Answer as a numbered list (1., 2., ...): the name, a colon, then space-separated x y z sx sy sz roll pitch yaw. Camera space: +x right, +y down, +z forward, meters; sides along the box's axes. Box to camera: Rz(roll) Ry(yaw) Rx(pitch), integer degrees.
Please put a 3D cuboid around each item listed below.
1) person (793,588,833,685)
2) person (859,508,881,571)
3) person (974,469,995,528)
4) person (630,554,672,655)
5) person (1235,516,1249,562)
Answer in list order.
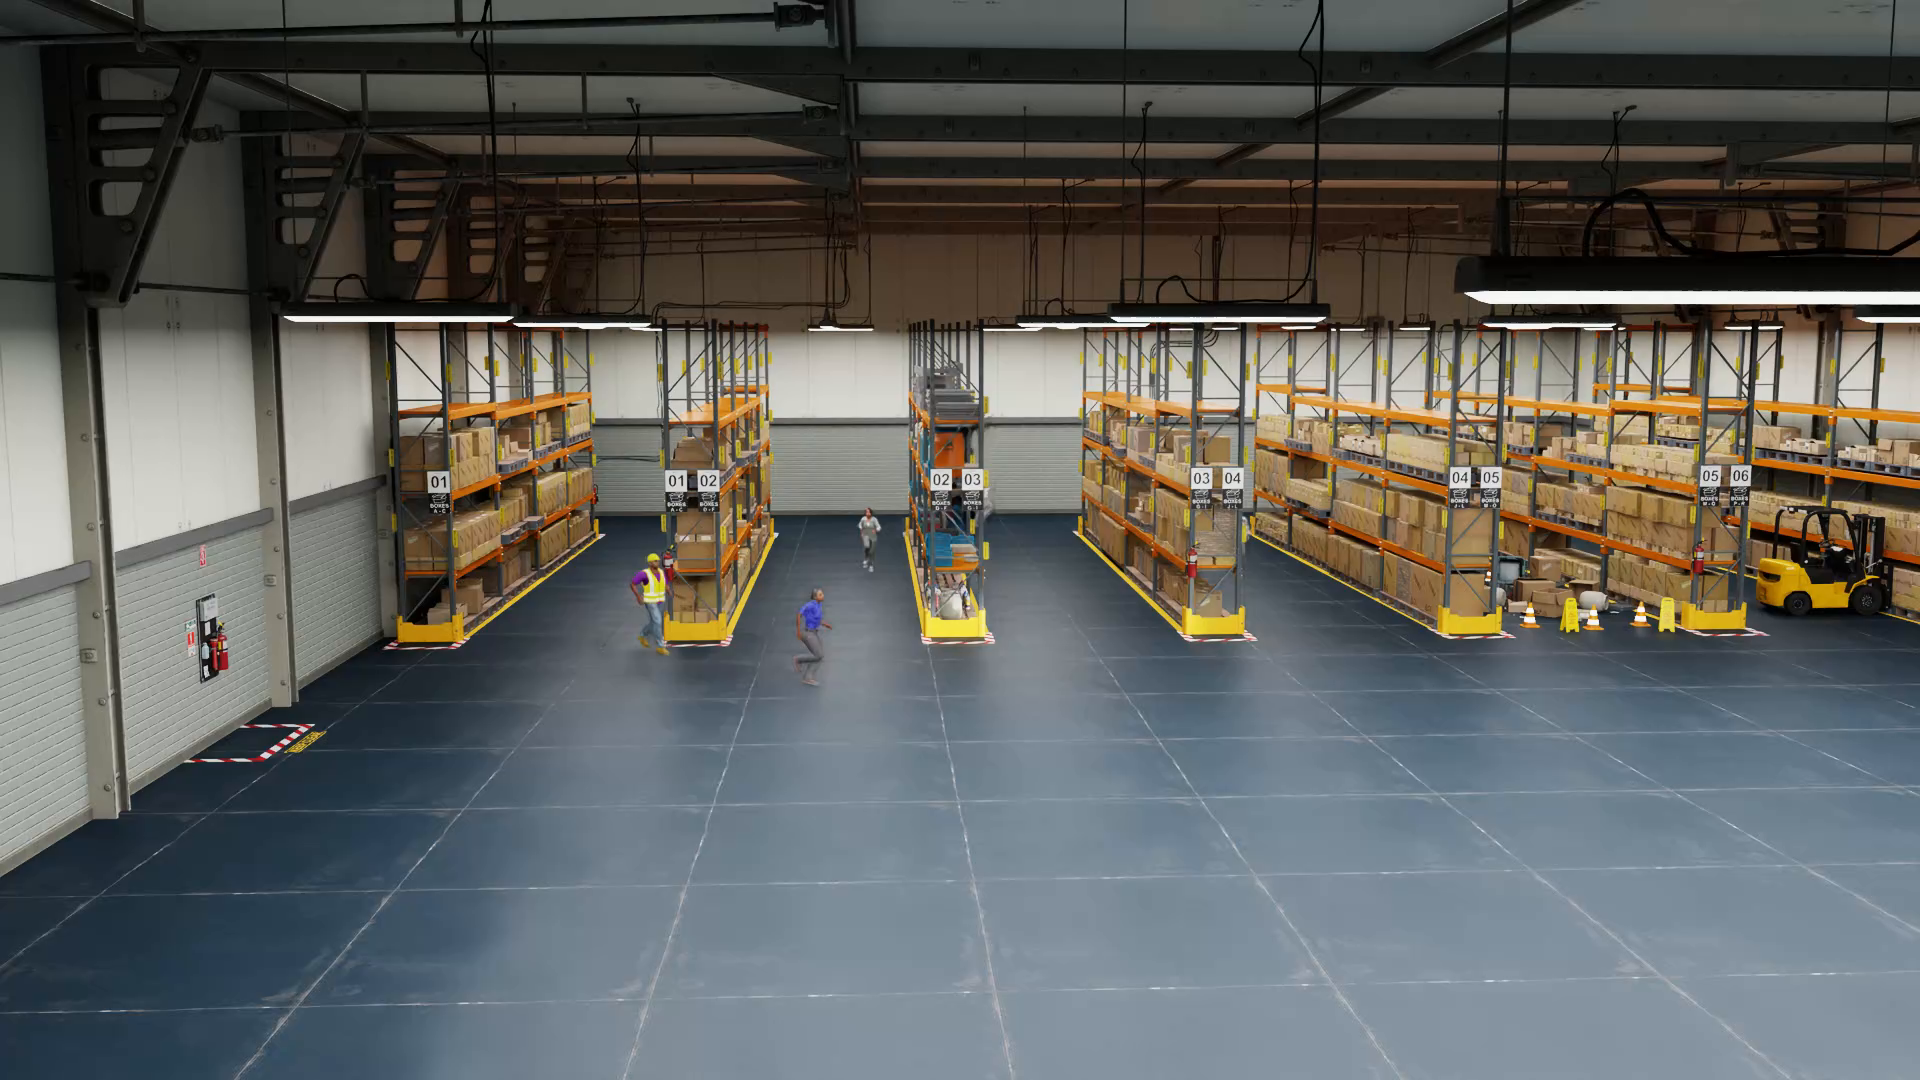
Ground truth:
1. person: -2.412 1.632 27.276 0.647 1.517 0.615 2 7 17
2. person: -2.147 -0.002 39.715 0.528 1.572 0.756 0 7 -2
3. person: 0.718 -1.249 49.308 0.692 1.776 0.657 0 7 -3
4. person: -5.541 1.139 30.032 0.902 1.800 0.699 5 9 35
5. person: 6.698 -0.026 39.951 0.605 1.659 0.537 -1 7 -4
